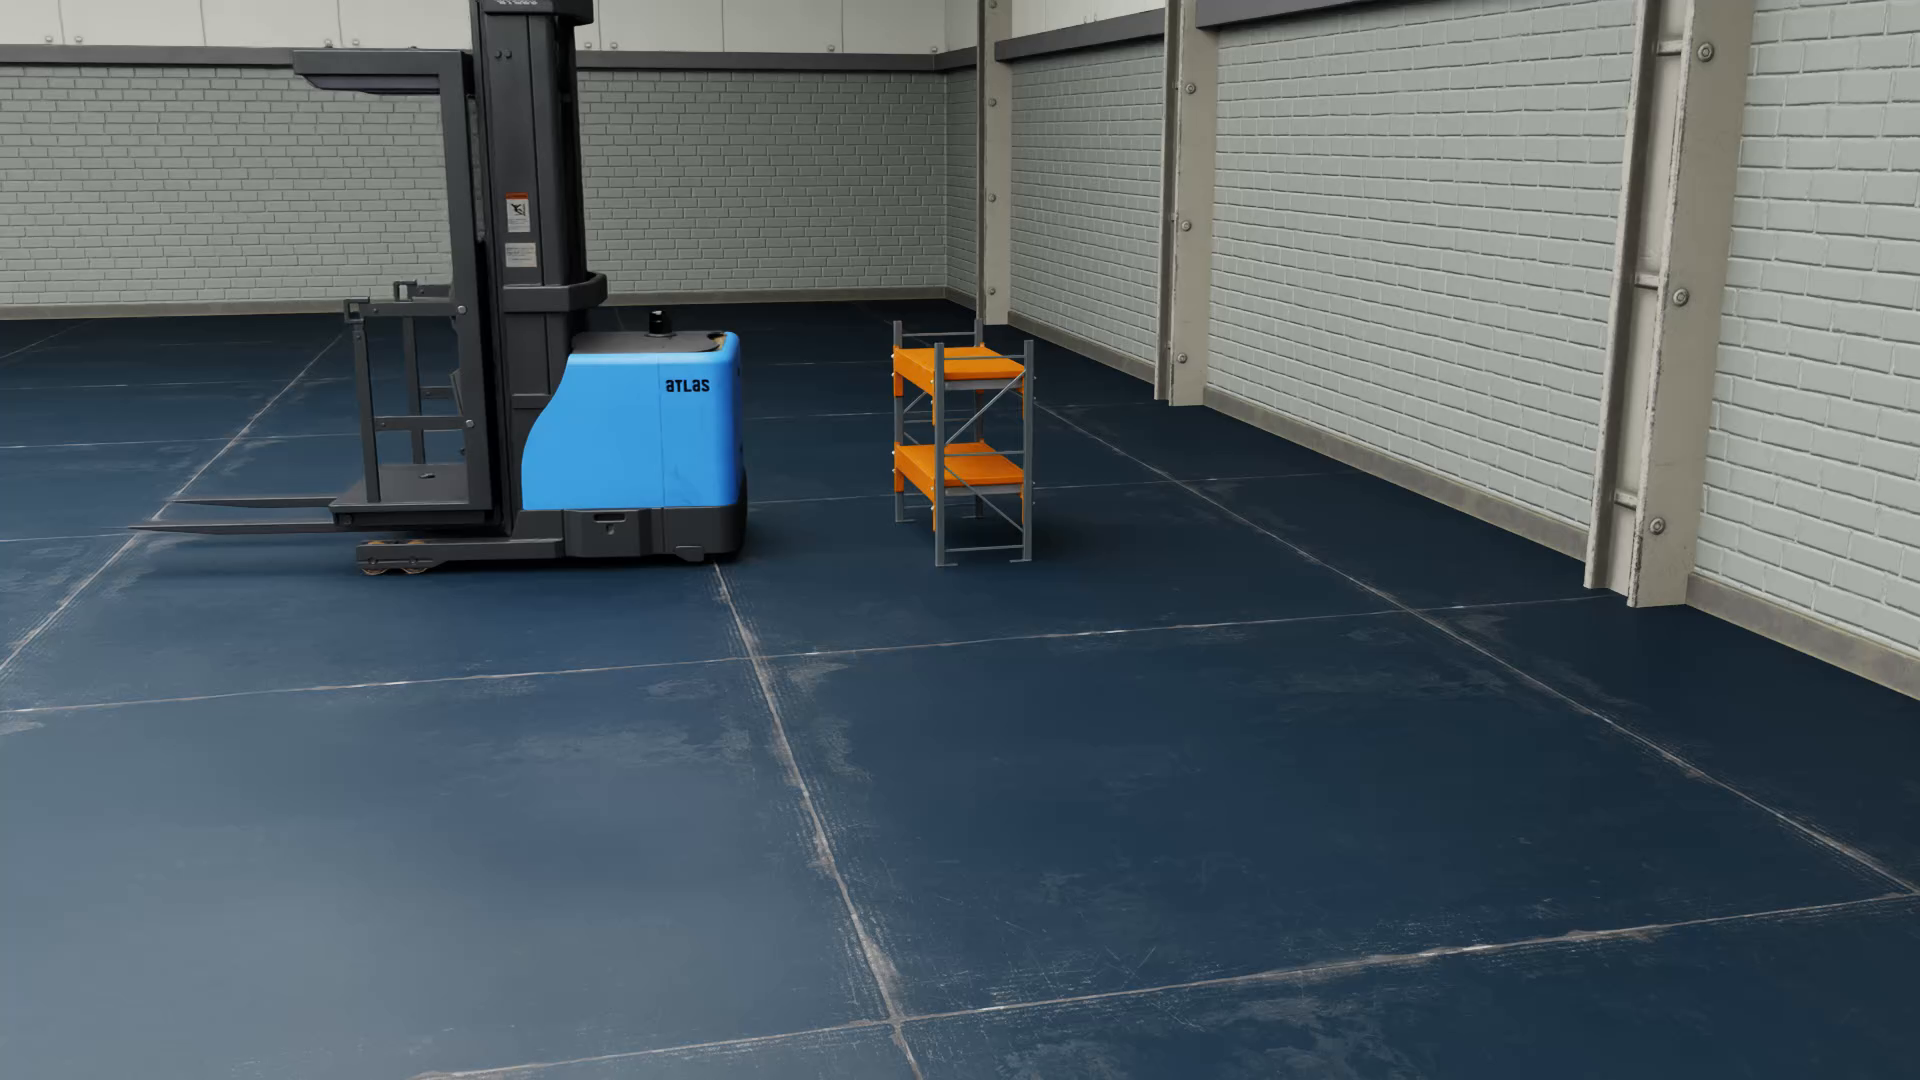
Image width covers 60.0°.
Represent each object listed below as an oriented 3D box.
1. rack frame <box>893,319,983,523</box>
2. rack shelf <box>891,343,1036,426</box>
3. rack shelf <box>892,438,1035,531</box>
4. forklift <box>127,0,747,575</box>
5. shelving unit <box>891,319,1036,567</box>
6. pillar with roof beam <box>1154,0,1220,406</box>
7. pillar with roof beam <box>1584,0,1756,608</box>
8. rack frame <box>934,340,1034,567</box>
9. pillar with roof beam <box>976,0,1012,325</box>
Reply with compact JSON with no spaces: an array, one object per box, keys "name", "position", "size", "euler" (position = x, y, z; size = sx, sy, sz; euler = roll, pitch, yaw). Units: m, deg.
[{"name":"rack frame","position":[-0.118,-0.662,9.267],"size":[0.500,1.125,0.032],"euler":[-3,14,-13]},{"name":"rack shelf","position":[0.002,-0.829,8.718],"size":[0.538,0.278,1.000],"euler":[-3,14,-13]},{"name":"rack shelf","position":[0.002,-0.307,8.845],"size":[0.538,0.278,1.000],"euler":[-3,14,-13]},{"name":"forklift","position":[-2.658,-1.382,8.407],"size":[3.031,2.935,1.130],"euler":[-1,14,-5]},{"name":"shelving unit","position":[0.002,-0.545,8.787],"size":[0.538,1.125,1.048],"euler":[-3,14,-13]},{"name":"pillar with roof beam","position":[-2.391,-5.259,11.491],"size":[9.100,9.000,0.400],"euler":[-3,14,-13]},{"name":"pillar with roof beam","position":[-0.982,-3.874,5.825],"size":[9.100,9.000,0.400],"euler":[-3,14,-13]},{"name":"rack frame","position":[0.121,-0.428,8.307],"size":[0.500,1.125,0.032],"euler":[-3,14,-13]},{"name":"pillar with roof beam","position":[-3.800,-6.643,17.156],"size":[9.100,9.000,0.400],"euler":[-3,14,-13]}]
